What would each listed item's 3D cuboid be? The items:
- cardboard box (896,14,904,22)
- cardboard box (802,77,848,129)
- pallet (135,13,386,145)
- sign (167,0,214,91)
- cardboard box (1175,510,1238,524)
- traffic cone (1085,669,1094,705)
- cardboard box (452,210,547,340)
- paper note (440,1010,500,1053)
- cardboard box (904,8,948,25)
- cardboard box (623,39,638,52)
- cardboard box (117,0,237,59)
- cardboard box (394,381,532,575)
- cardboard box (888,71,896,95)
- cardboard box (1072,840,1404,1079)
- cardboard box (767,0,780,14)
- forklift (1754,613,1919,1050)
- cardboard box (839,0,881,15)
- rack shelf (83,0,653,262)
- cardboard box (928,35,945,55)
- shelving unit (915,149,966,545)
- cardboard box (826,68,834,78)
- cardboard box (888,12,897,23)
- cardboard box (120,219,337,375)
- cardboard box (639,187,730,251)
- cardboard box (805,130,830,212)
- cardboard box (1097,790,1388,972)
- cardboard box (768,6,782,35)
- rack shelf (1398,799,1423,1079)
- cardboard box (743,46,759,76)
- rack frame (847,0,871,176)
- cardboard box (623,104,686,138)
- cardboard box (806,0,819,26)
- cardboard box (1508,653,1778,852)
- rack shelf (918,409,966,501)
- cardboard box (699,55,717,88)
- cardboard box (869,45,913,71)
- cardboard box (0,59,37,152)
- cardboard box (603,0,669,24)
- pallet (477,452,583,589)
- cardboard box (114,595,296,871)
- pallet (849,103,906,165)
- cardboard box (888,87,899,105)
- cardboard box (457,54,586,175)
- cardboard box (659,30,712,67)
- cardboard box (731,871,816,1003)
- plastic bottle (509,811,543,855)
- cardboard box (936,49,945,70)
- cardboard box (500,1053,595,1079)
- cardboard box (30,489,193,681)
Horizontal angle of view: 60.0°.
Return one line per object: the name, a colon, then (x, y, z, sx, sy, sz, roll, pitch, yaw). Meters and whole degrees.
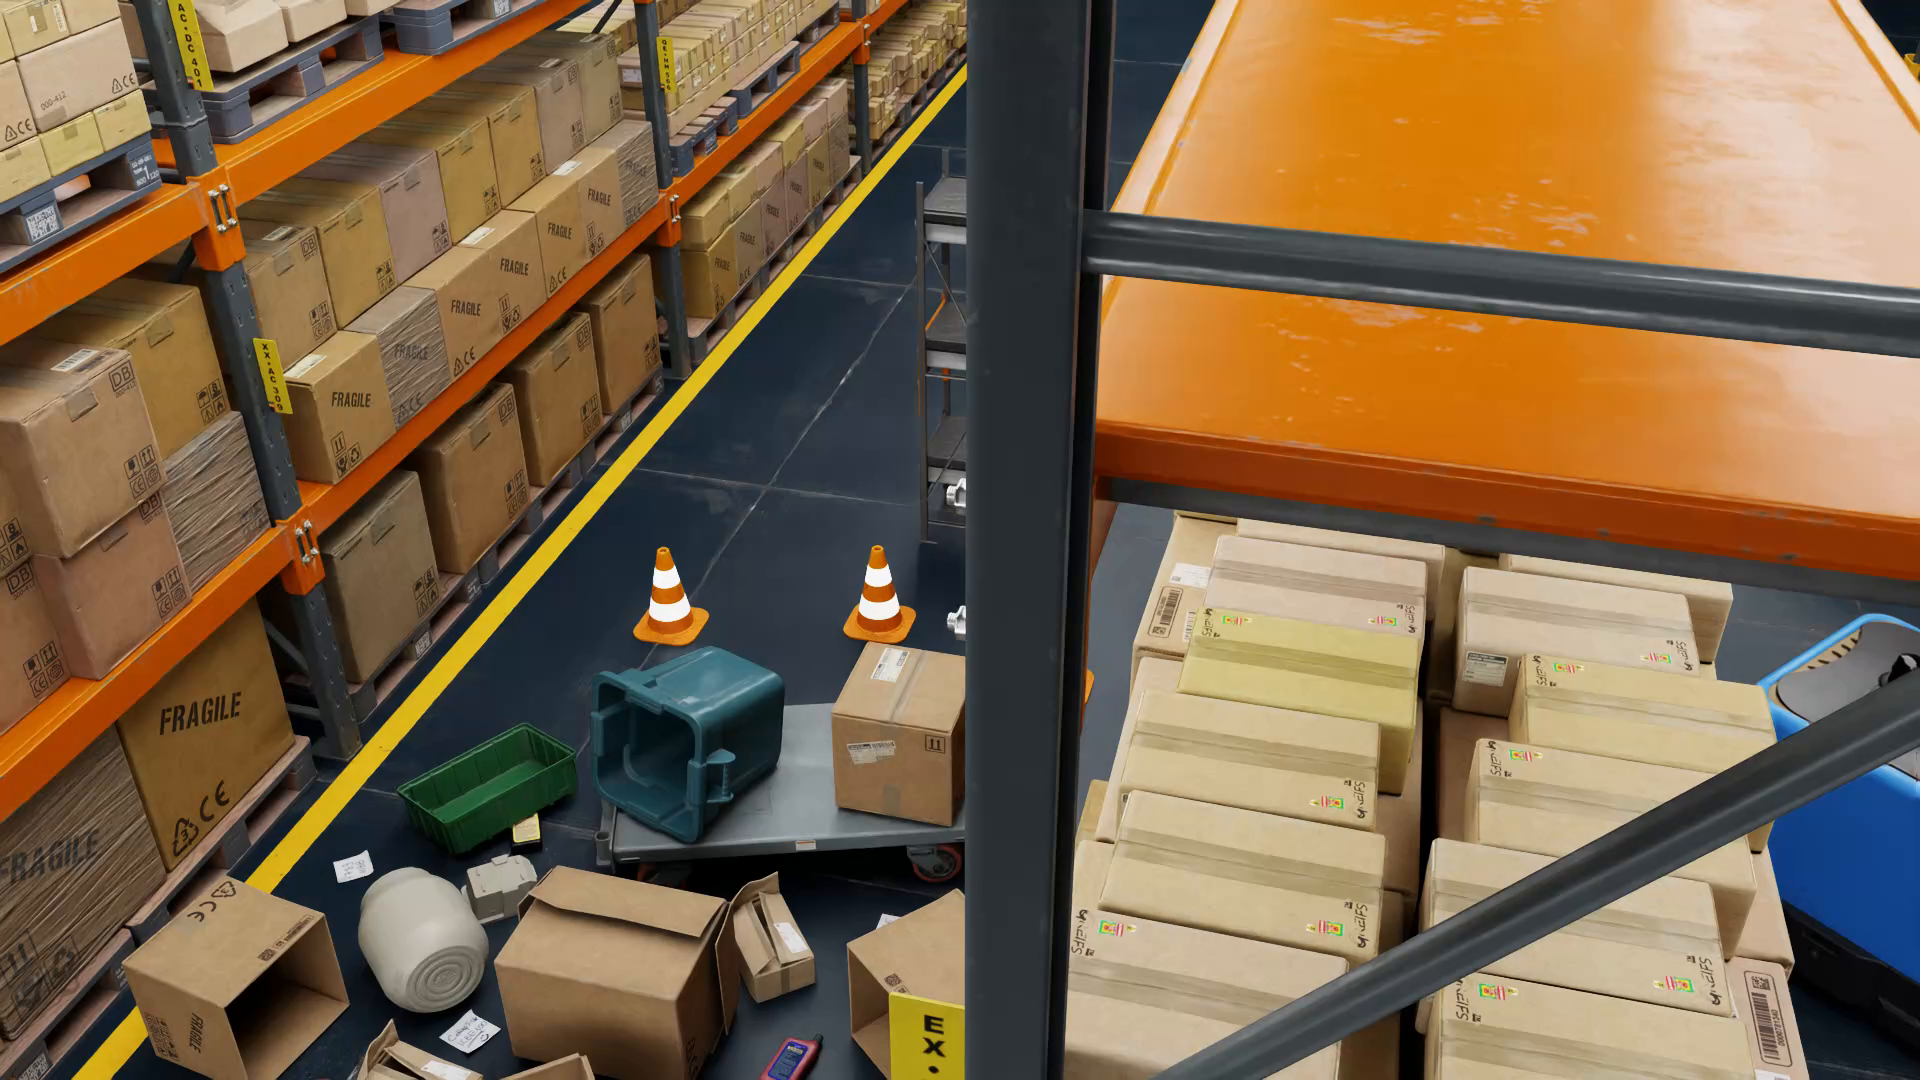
cardboard box: (-0.732, -5.149, 16.611, 0.380, 0.149, 0.250, 8, 33, 13)
cardboard box: (-1.210, -3.502, 13.271, 0.500, 0.250, 0.500, 7, 33, 11)
pallet: (-3.111, -2.000, 7.052, 0.805, 0.209, 1.217, 7, 33, 10)
sign: (-2.759, -1.775, 5.964, 0.100, 0.325, 0.005, 8, 33, 12)
cardboard box: (0.660, -0.147, 3.451, 0.380, 0.149, 0.250, 9, 33, 14)
traffic cone: (0.478, 0.526, 8.061, 0.336, 0.463, 0.334, 8, 33, 12)
cardboard box: (-2.516, -1.395, 8.625, 0.500, 0.500, 0.500, 9, 33, 13)
paper note: (-1.870, 1.878, 6.345, 0.172, 0.023, 0.155, 20, 38, 29)
cardboard box: (-0.329, -5.075, 16.219, 0.380, 0.149, 0.250, 7, 33, 10)
cardboard box: (-2.401, -3.328, 11.325, 0.380, 0.149, 0.250, 8, 33, 12)
cardboard box: (-3.271, -2.143, 6.753, 0.500, 0.250, 0.500, 8, 33, 13)
cardboard box: (-2.977, -0.395, 8.850, 1.050, 0.750, 0.750, 8, 33, 12)
cardboard box: (-0.788, -4.142, 15.029, 0.380, 0.149, 0.250, 6, 33, 10)
cardboard box: (0.372, 0.735, 2.435, 0.500, 0.250, 0.500, 8, 33, 12)
cardboard box: (-1.510, -3.895, 11.939, 0.380, 0.149, 0.250, 7, 33, 10)
forklift: (4.280, 0.738, 5.427, 1.130, 2.935, 3.031, -22, 38, -30)
cardboard box: (-0.877, -4.480, 13.805, 0.380, 0.149, 0.250, 9, 34, 14)
rack shelf: (-2.788, -2.332, 8.067, 1.077, 0.370, 4.000, 8, 33, 12)
cardboard box: (-0.358, -4.806, 16.072, 0.380, 0.149, 0.250, 9, 33, 13)
shelving unit: (0.042, -0.972, 8.892, 0.431, 2.100, 0.503, 8, 33, 12)
cardboard box: (-1.344, -4.197, 14.837, 0.380, 0.149, 0.250, 8, 33, 12)
cardboard box: (-0.836, -5.146, 16.330, 0.380, 0.149, 0.250, 6, 33, 10)
cardboard box: (-3.175, -1.055, 7.158, 0.700, 0.500, 0.500, 7, 33, 12)
cardboard box: (-1.872, -2.172, 11.179, 0.500, 0.250, 0.500, 7, 33, 10)
cardboard box: (-1.340, -2.921, 13.058, 0.500, 0.500, 0.500, 7, 33, 11)
cardboard box: (0.406, 0.524, 2.394, 0.380, 0.149, 0.250, 9, 33, 13)
cardboard box: (-1.507, -3.762, 12.008, 0.380, 0.149, 0.250, 8, 33, 13)
rack shelf: (1.010, 0.365, 3.825, 1.077, 0.370, 4.000, 8, 33, 12)
cardboard box: (-1.637, -3.372, 11.671, 0.380, 0.149, 0.250, 8, 33, 13)
rack frame: (-1.266, -4.484, 13.577, 1.000, 3.000, 0.127, 8, 33, 12)
cardboard box: (-1.972, -2.684, 10.588, 0.380, 0.149, 0.250, 8, 33, 12)
cardboard box: (-1.305, -4.058, 12.750, 0.380, 0.149, 0.250, 8, 33, 12)
cardboard box: (1.098, 0.338, 2.688, 0.380, 0.149, 0.250, 8, 33, 12)
rack shelf: (0.042, -0.370, 9.274, 0.431, 0.518, 0.480, 8, 33, 12)
cardboard box: (-1.832, -3.108, 10.978, 0.380, 0.149, 0.250, 7, 33, 11)
cardboard box: (-0.646, -4.392, 15.143, 0.380, 0.149, 0.250, 9, 33, 13)
cardboard box: (-3.301, -1.327, 5.193, 0.500, 0.250, 0.500, 8, 33, 12)
cardboard box: (-2.269, -3.718, 11.660, 0.380, 0.149, 0.250, 10, 34, 15)
pallet: (-2.865, -0.201, 9.440, 1.003, 0.211, 1.213, 8, 33, 12)
cardboard box: (-3.523, 0.704, 7.005, 0.875, 0.875, 0.875, 9, 33, 13)
pallet: (-1.129, -3.660, 14.881, 1.003, 0.211, 1.213, 8, 33, 12)
cardboard box: (-0.766, -4.016, 15.106, 0.380, 0.149, 0.250, 7, 33, 11)
cardboard box: (-2.531, -2.378, 9.239, 0.700, 0.500, 0.500, 8, 33, 12)
cardboard box: (-1.844, -3.210, 10.862, 0.380, 0.149, 0.250, 8, 33, 12)
cardboard box: (-0.765, 1.574, 6.597, 0.258, 0.266, 0.396, -14, 35, -21)
plastic bottle: (-1.906, 1.257, 7.286, 0.133, 0.061, 0.283, -8, 33, -13)
cardboard box: (-0.354, -4.689, 16.165, 0.380, 0.149, 0.250, 7, 33, 10)
cardboard box: (-1.500, 2.162, 5.449, 0.797, 0.503, 0.637, -14, 35, -21)
cardboard box: (-3.496, 0.086, 6.249, 0.875, 0.550, 0.550, 8, 33, 12)
